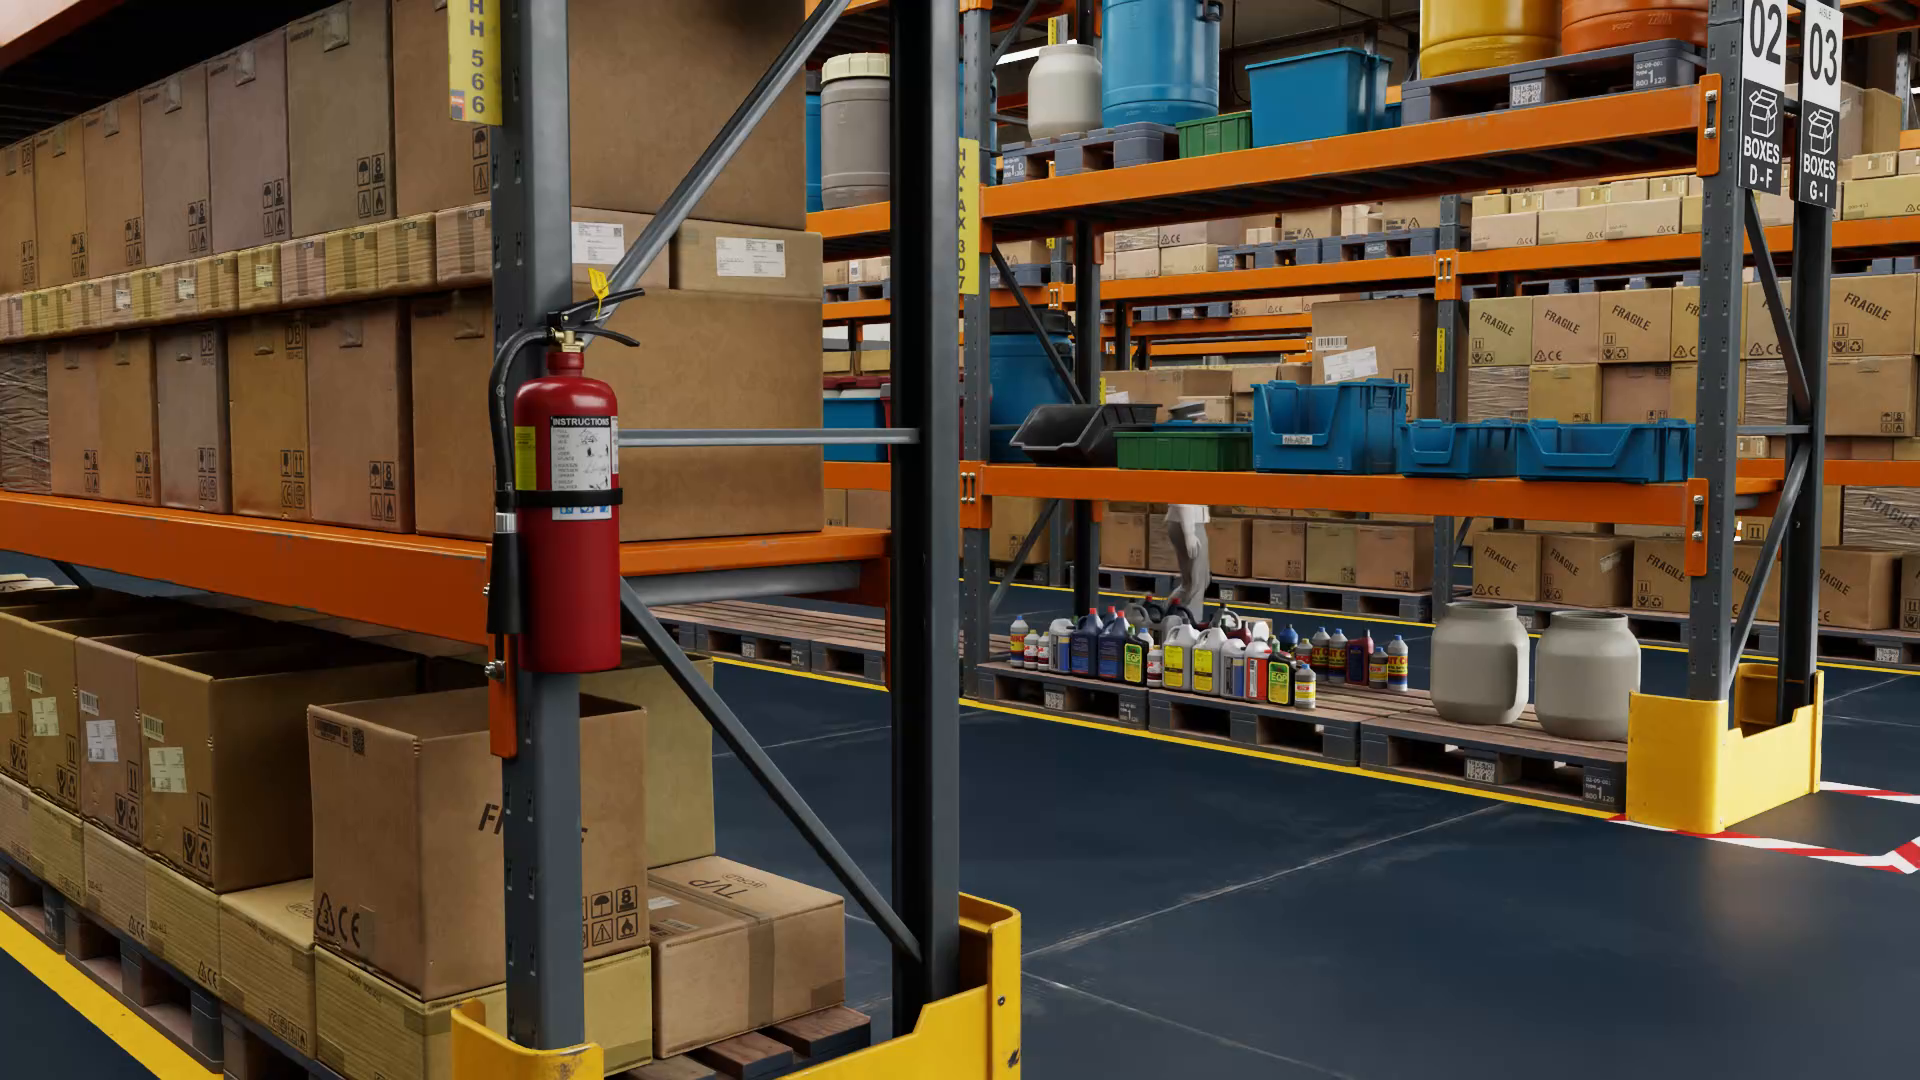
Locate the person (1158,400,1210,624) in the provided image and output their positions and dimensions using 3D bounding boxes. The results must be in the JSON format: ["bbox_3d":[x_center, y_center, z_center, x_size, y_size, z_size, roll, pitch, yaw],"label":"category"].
[{"bbox_3d":[1.459,-0.064,10.688,0.530,1.674,0.501,0,4,5],"label":"person"}]
